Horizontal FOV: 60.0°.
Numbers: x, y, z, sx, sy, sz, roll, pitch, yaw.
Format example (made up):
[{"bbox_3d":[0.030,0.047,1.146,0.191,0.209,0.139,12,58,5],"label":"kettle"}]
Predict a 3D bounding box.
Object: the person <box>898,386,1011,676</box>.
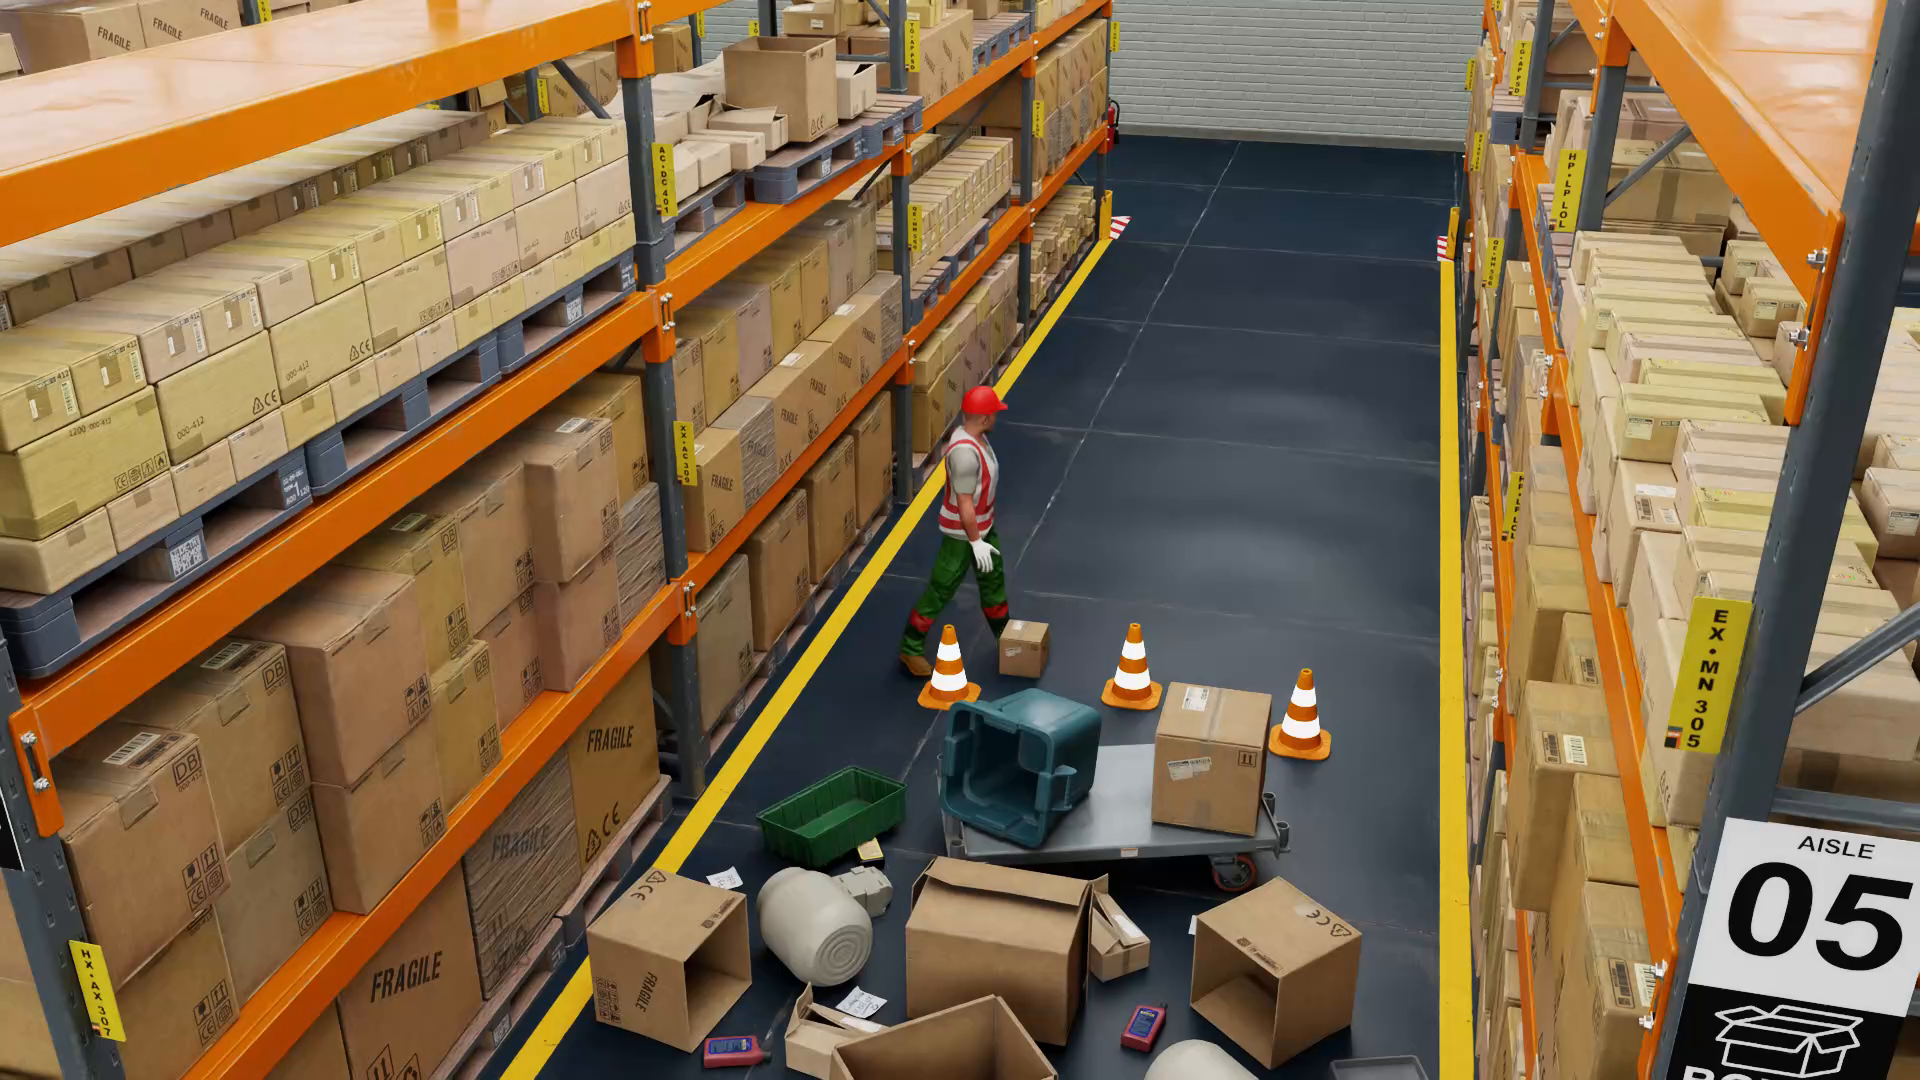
[{"bbox_3d":[0.070,-0.050,9.829,0.842,1.772,0.648,6,26,12],"label":"person"}]
